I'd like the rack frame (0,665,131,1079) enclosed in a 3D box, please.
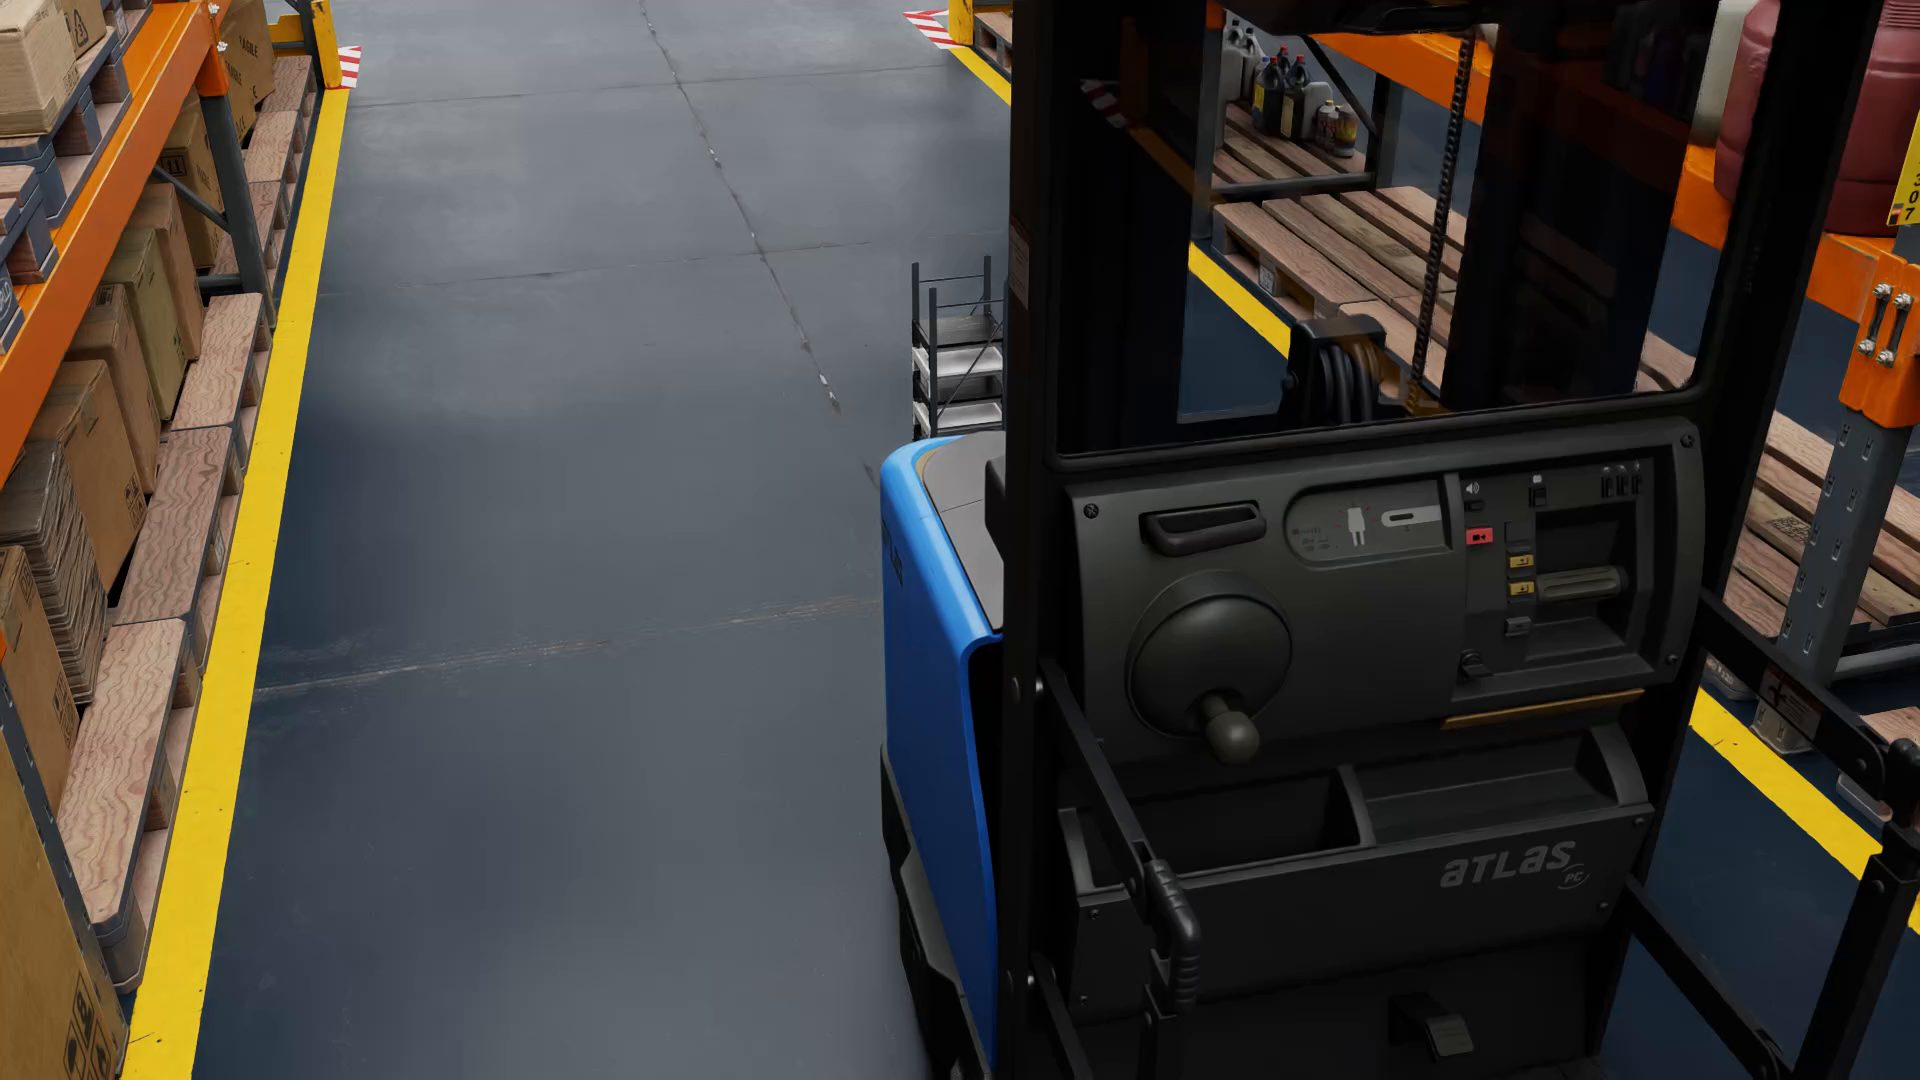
[{"bbox_3d":[-2.198,-0.173,2.555,1.000,3.000,0.127,-8,31,-13],"label":"rack frame"}]

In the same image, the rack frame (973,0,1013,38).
[{"bbox_3d":[0.454,-4.696,10.368,1.000,3.000,0.127,-8,31,-13],"label":"rack frame"}]

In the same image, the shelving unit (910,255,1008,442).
[{"bbox_3d":[0.002,-0.386,5.018,0.258,0.900,0.210,-8,31,-13],"label":"shelving unit"}]

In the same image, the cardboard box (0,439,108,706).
[{"bbox_3d":[-2.555,0.131,4.086,0.700,0.500,0.500,-10,32,-17],"label":"cardboard box"}]

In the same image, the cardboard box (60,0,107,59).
[{"bbox_3d":[-2.710,-1.507,4.337,0.797,0.503,0.637,-5,30,-8],"label":"cardboard box"}]

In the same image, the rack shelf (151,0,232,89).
[{"bbox_3d":[-3.790,-2.760,7.742,1.077,0.370,4.000,-8,31,-13],"label":"rack shelf"}]

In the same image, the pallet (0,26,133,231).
[{"bbox_3d":[-2.763,-1.041,4.246,1.003,0.211,1.213,-8,31,-13],"label":"pallet"}]

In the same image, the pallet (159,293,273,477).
[{"bbox_3d":[-3.052,-0.523,5.942,1.003,0.211,1.213,-8,31,-13],"label":"pallet"}]

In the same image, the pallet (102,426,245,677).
[{"bbox_3d":[-2.724,0.068,4.922,1.003,0.211,1.213,-8,31,-13],"label":"pallet"}]

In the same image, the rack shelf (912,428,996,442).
[{"bbox_3d":[0.002,-0.279,5.080,0.258,0.077,0.200,-8,31,-13],"label":"rack shelf"}]

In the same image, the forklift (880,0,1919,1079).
[{"bbox_3d":[0.657,0.117,2.121,1.130,2.935,3.031,-7,31,-12],"label":"forklift"}]

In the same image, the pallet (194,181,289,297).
[{"bbox_3d":[-3.472,-1.218,7.144,1.003,0.211,1.213,-8,31,-13],"label":"pallet"}]

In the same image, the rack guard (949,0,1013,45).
[{"bbox_3d":[0.519,-3.583,10.942,1.175,0.500,0.348,-8,31,-13],"label":"rack guard"}]

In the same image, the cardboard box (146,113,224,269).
[{"bbox_3d":[-3.327,-1.404,6.757,0.500,0.500,0.500,-9,31,-15],"label":"cardboard box"}]

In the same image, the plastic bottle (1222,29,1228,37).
[{"bbox_3d":[1.441,-2.686,9.176,0.152,0.276,0.135,-9,31,-15],"label":"plastic bottle"}]

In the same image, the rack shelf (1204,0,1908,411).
[{"bbox_3d":[2.047,-1.487,5.542,1.077,0.370,4.000,-8,31,-13],"label":"rack shelf"}]

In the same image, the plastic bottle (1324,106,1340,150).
[{"bbox_3d":[1.827,-2.004,8.073,0.097,0.201,0.097,0,30,0],"label":"plastic bottle"}]

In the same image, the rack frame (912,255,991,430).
[{"bbox_3d":[-0.025,-0.435,5.103,0.240,0.900,0.006,-8,31,-13],"label":"rack frame"}]

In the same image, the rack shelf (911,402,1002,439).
[{"bbox_3d":[0.002,-0.357,5.034,0.258,0.077,0.200,-8,31,-13],"label":"rack shelf"}]

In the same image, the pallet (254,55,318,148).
[{"bbox_3d":[-4.120,-2.397,9.180,1.003,0.211,1.213,-8,31,-13],"label":"pallet"}]

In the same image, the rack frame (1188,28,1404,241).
[{"bbox_3d":[1.516,-2.764,7.031,1.000,3.000,0.127,-8,31,-13],"label":"rack frame"}]

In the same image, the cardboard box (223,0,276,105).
[{"bbox_3d":[-3.980,-2.549,8.736,0.500,0.500,0.500,0,30,0],"label":"cardboard box"}]

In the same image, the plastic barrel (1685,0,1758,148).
[{"bbox_3d":[2.098,-1.349,4.474,0.421,0.512,0.421,0,30,0],"label":"plastic barrel"}]

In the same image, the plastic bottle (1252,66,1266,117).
[{"bbox_3d":[1.547,-2.272,8.466,0.097,0.271,0.097,0,30,0],"label":"plastic bottle"}]

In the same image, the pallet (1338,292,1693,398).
[{"bbox_3d":[2.089,-0.592,6.063,1.003,0.211,1.213,-8,31,-13],"label":"pallet"}]

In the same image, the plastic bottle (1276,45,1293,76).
[{"bbox_3d":[1.651,-2.344,8.510,0.144,0.351,0.185,-9,31,-15],"label":"plastic bottle"}]

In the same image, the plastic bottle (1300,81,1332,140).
[{"bbox_3d":[1.742,-2.140,8.233,0.152,0.276,0.135,-7,31,-11],"label":"plastic bottle"}]

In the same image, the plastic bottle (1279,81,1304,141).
[{"bbox_3d":[1.639,-2.129,8.206,0.061,0.283,0.133,-8,31,-13],"label":"plastic bottle"}]

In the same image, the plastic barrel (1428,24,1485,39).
[{"bbox_3d":[1.753,-1.977,5.536,0.433,0.535,0.433,0,30,0],"label":"plastic barrel"}]

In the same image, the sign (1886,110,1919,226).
[{"bbox_3d":[2.049,-0.826,3.520,0.100,0.325,0.005,-8,31,-13],"label":"sign"}]

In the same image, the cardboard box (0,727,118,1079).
[{"bbox_3d":[-2.035,0.901,2.402,1.225,0.875,0.875,-9,31,-16],"label":"cardboard box"}]

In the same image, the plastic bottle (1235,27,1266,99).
[{"bbox_3d":[1.539,-2.549,8.865,0.144,0.351,0.185,-8,31,-14],"label":"plastic bottle"}]

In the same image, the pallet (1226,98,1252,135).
[{"bbox_3d":[1.050,-2.477,9.319,1.003,0.211,1.213,-8,31,-13],"label":"pallet"}]

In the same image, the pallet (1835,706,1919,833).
[{"bbox_3d":[2.827,0.750,3.743,1.003,0.211,1.213,-8,31,-13],"label":"pallet"}]

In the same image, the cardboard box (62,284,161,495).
[{"bbox_3d":[-2.860,-0.411,5.023,0.700,0.500,0.500,-11,32,-18],"label":"cardboard box"}]

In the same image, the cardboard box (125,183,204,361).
[{"bbox_3d":[-3.117,-0.914,5.892,0.700,0.500,0.500,-10,32,-17],"label":"cardboard box"}]

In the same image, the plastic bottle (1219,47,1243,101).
[{"bbox_3d":[1.402,-2.485,8.829,0.152,0.276,0.135,-8,31,-13],"label":"plastic bottle"}]
